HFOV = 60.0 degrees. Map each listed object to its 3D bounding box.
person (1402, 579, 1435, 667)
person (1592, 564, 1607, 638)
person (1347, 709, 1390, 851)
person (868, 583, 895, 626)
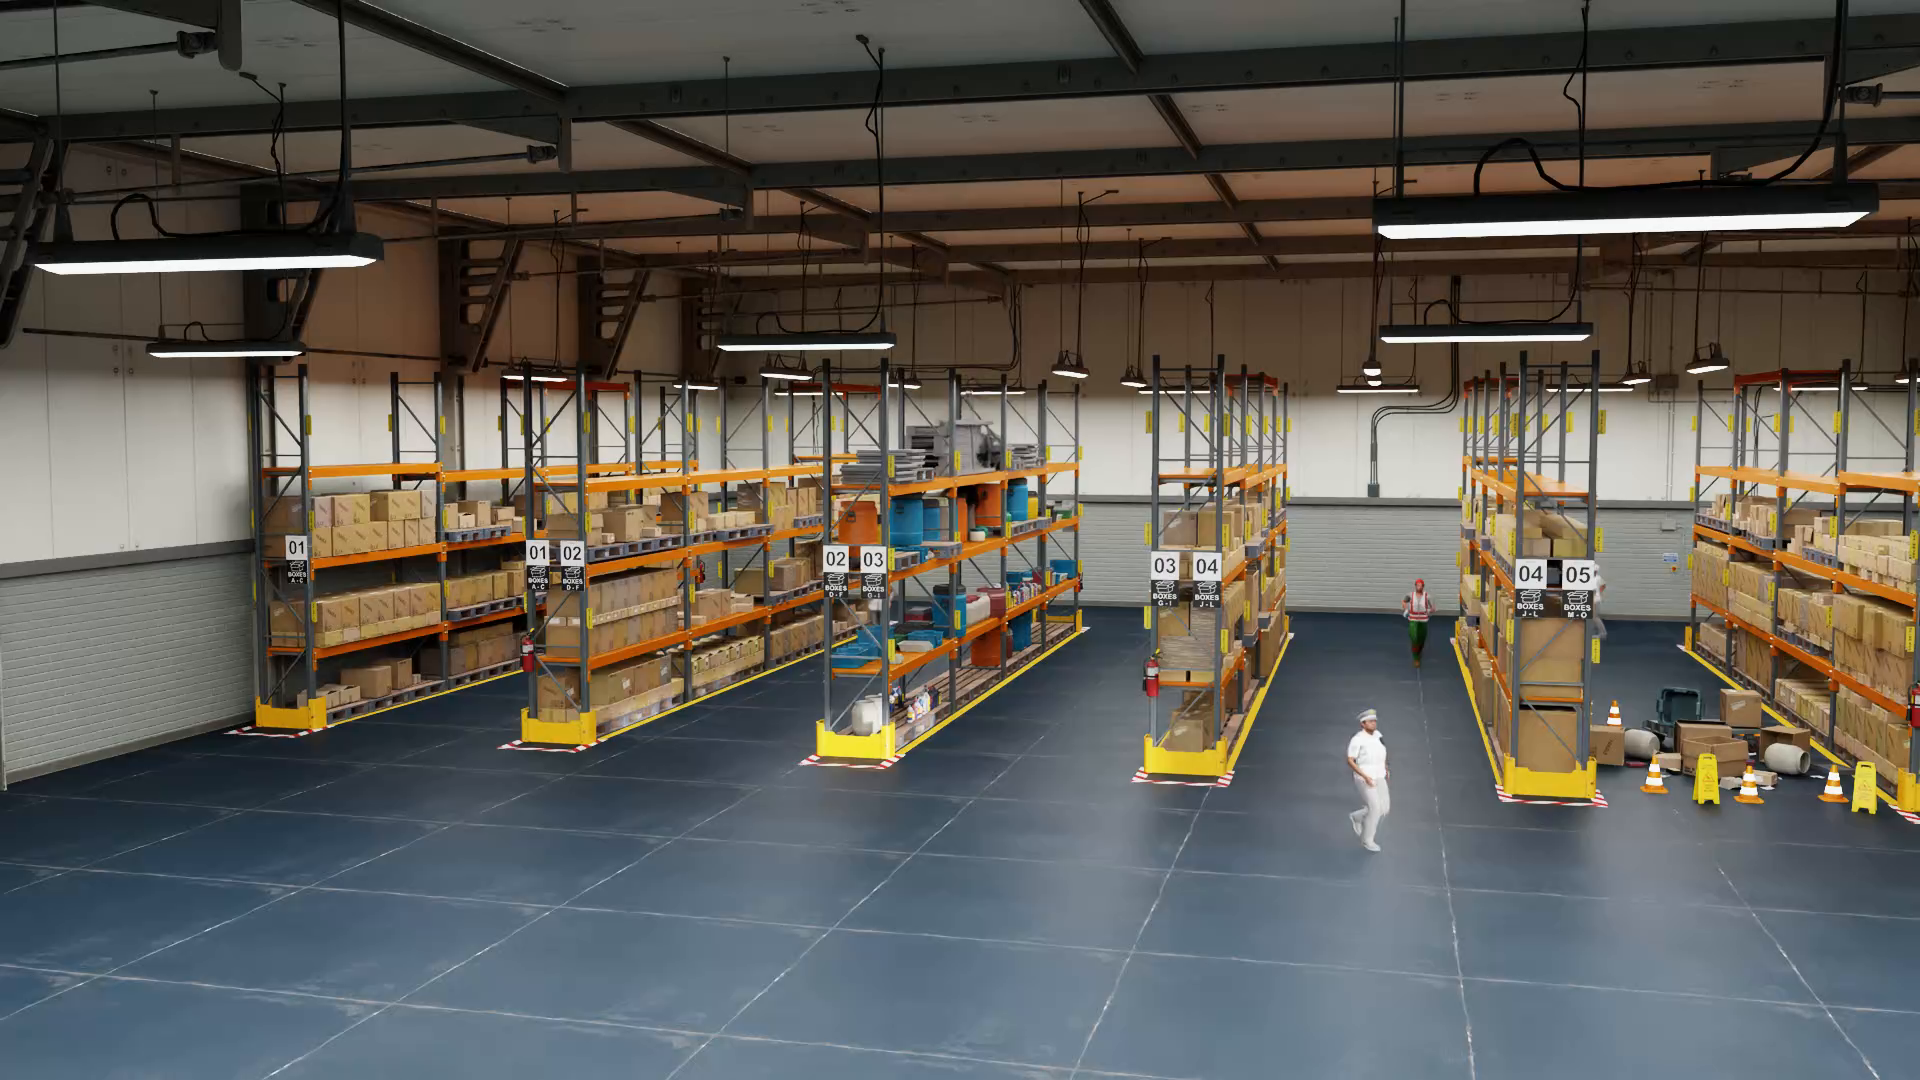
[{"bbox_3d":[9.571,1.704,34.705,0.654,1.796,0.993,1,4,12],"label":"person"},{"bbox_3d":[14.738,1.457,38.792,0.711,1.809,0.687,1,4,20],"label":"person"},{"bbox_3d":[4.829,2.821,19.733,0.575,1.672,0.528,-2,5,-32],"label":"person"},{"bbox_3d":[-1.672,1.452,34.204,0.650,1.820,0.777,0,4,2],"label":"person"}]
